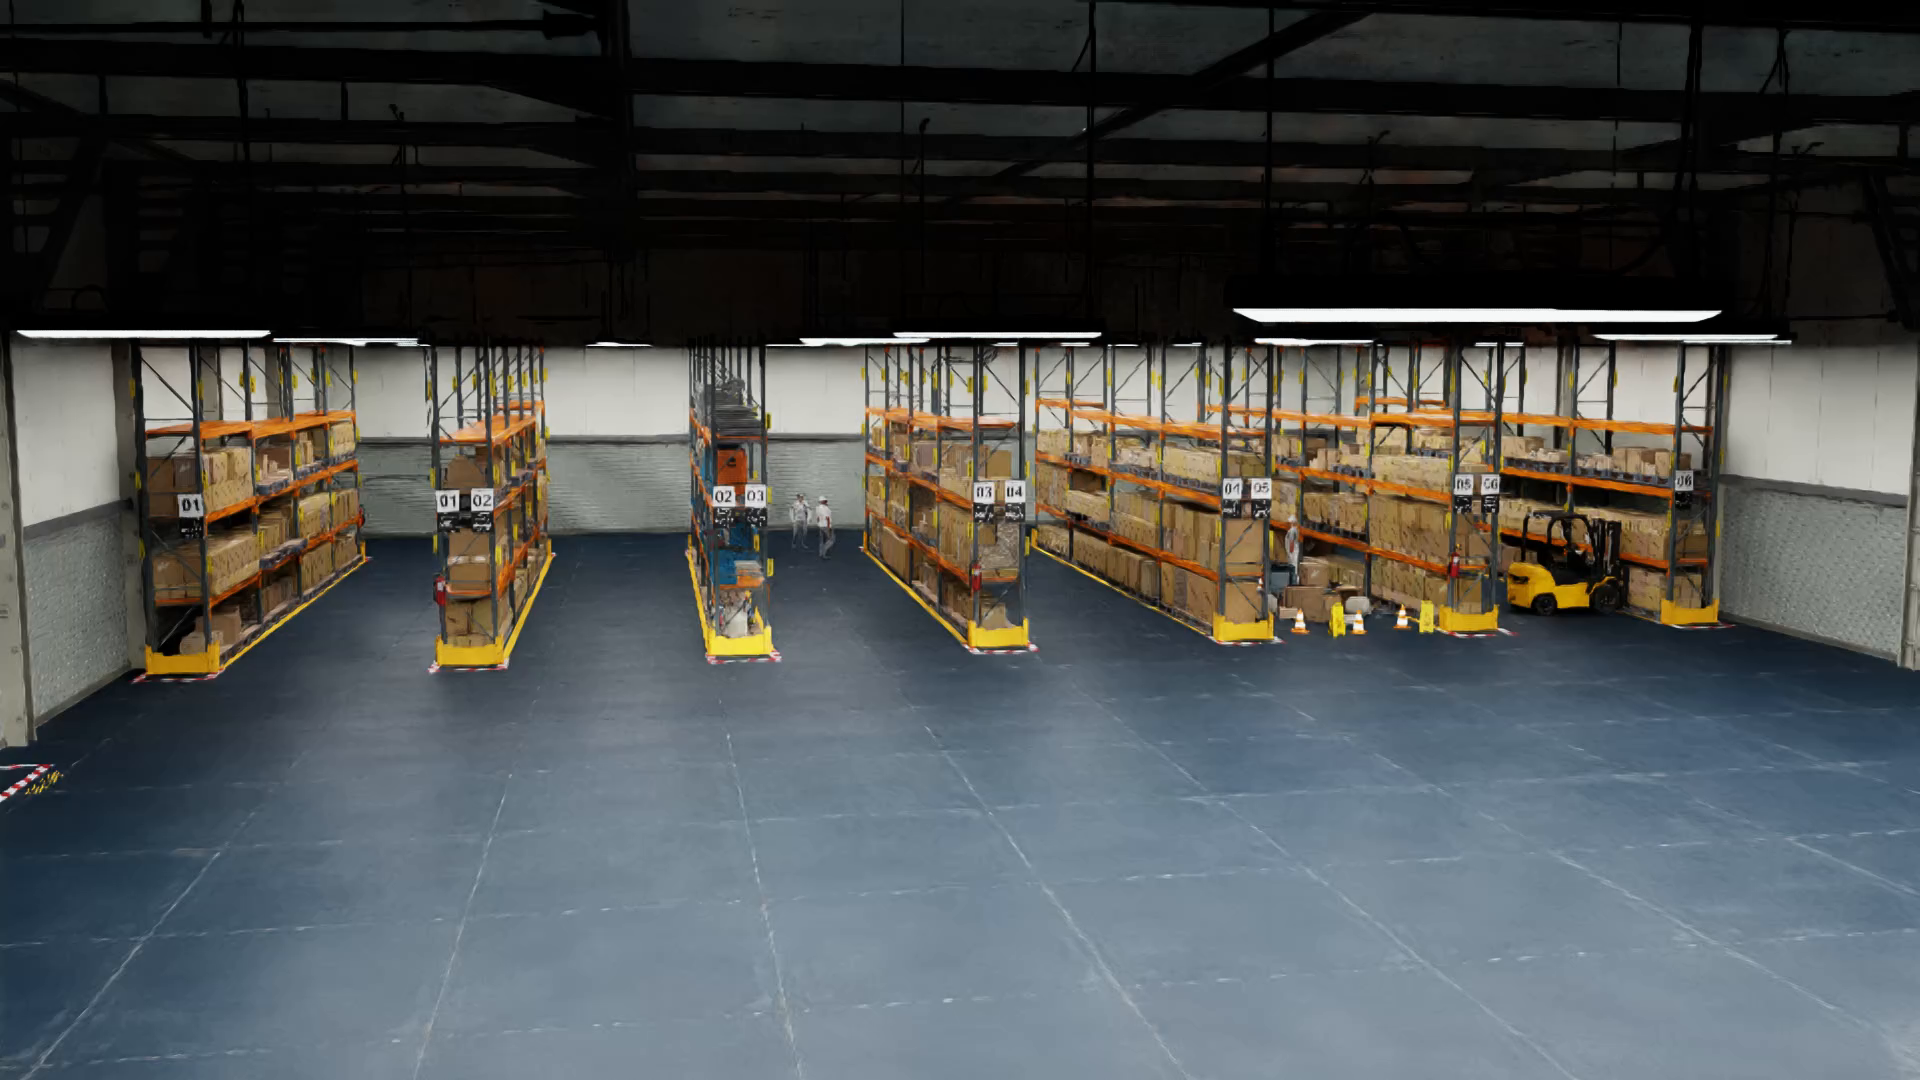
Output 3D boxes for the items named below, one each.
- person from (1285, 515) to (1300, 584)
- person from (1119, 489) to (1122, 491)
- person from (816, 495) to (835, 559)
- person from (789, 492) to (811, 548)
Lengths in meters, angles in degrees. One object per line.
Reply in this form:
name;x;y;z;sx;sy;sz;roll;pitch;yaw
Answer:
person;7.819;0.306;39.434;0.486;1.787;0.608;2;7;20
person;4.590;-0.564;47.187;0.586;1.748;0.647;3;7;22
person;-3.691;-0.350;45.362;0.457;1.762;0.606;-5;8;-37
person;-4.614;-0.581;48.042;0.639;1.632;0.512;-2;7;-13
